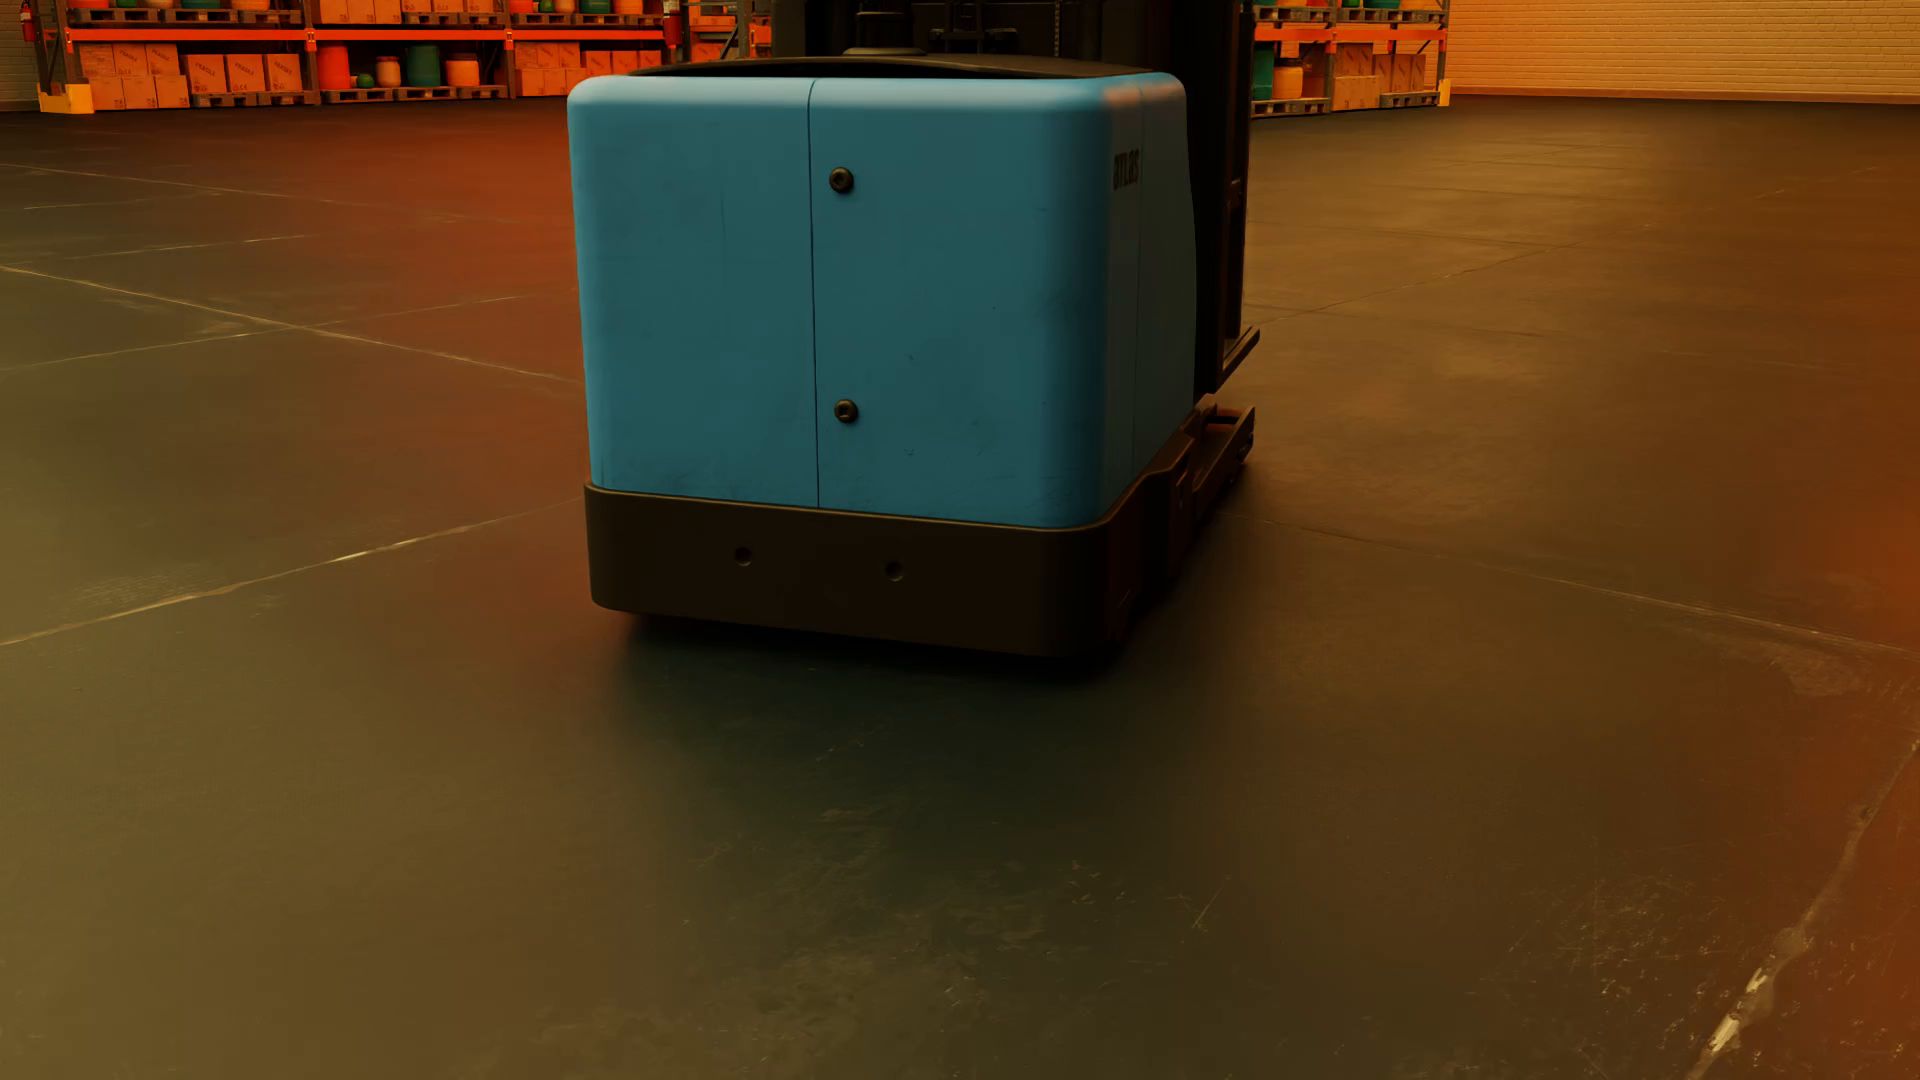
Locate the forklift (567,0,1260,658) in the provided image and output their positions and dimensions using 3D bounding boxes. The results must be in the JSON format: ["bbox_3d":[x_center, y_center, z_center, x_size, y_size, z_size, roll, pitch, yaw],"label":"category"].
[{"bbox_3d":[0.189,-1.578,4.095,1.130,2.935,3.031,5,18,17],"label":"forklift"}]
